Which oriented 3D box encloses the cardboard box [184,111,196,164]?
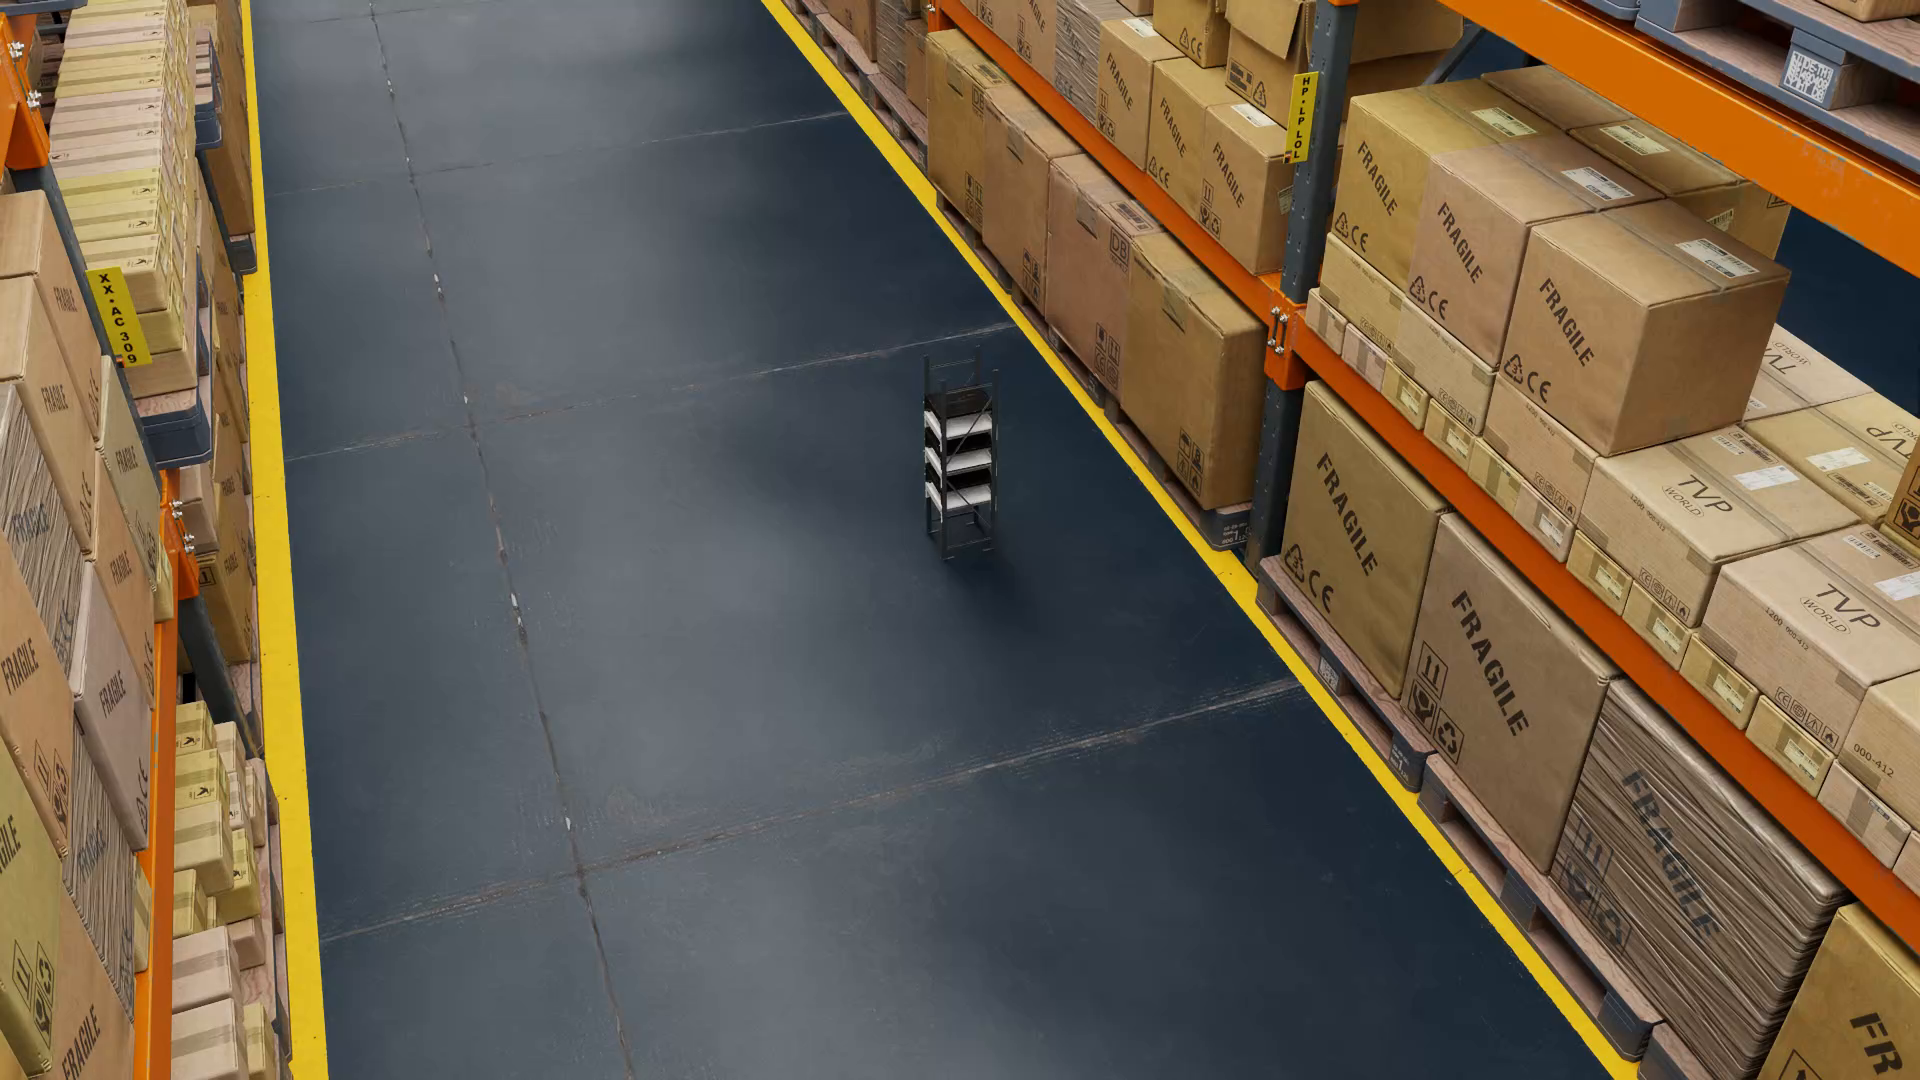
[{"bbox_3d":[-3.329,-1.610,6.754,0.380,0.149,0.250,-11,38,-15],"label":"cardboard box"}]

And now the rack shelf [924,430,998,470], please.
[{"bbox_3d":[0.003,-0.400,6.939,0.258,0.077,0.200,-12,39,-16],"label":"rack shelf"}]

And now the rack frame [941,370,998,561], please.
[{"bbox_3d":[0.038,-0.297,6.897,0.240,0.900,0.006,-12,39,-16],"label":"rack frame"}]

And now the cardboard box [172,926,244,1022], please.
[{"bbox_3d":[-2.210,1.260,4.610,0.380,0.149,0.250,-14,39,-18],"label":"cardboard box"}]

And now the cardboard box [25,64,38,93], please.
[{"bbox_3d":[-4.217,-1.921,7.167,0.380,0.149,0.250,-11,38,-14],"label":"cardboard box"}]

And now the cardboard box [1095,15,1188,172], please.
[{"bbox_3d":[0.934,-1.984,7.308,0.500,0.500,0.500,-13,39,-16],"label":"cardboard box"}]

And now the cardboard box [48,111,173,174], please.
[{"bbox_3d":[-3.054,-1.403,5.984,0.380,0.149,0.250,-13,39,-16],"label":"cardboard box"}]

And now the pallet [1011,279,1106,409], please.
[{"bbox_3d":[0.941,-1.159,8.613,1.003,0.211,1.213,-12,39,-16],"label":"pallet"}]

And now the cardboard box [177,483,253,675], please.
[{"bbox_3d":[-2.996,0.166,6.265,0.500,0.500,0.500,-11,38,-14],"label":"cardboard box"}]

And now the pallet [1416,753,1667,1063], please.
[{"bbox_3d":[2.313,1.088,5.630,1.003,0.211,1.213,-12,39,-16],"label":"pallet"}]

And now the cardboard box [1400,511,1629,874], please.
[{"bbox_3d":[2.163,0.417,5.621,0.875,0.875,0.875,-12,39,-16],"label":"cardboard box"}]

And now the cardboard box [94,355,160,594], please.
[{"bbox_3d":[-2.559,-0.136,4.607,0.500,0.500,0.500,-12,39,-16],"label":"cardboard box"}]

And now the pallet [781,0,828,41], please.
[{"bbox_3d":[-0.782,-4.128,12.555,1.003,0.211,1.213,-12,39,-16],"label":"pallet"}]

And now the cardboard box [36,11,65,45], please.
[{"bbox_3d":[-4.774,-2.691,8.246,0.500,0.500,0.500,-12,39,-16],"label":"cardboard box"}]

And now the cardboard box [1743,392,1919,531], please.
[{"bbox_3d":[2.627,-0.159,4.845,0.500,0.250,0.500,-13,39,-17],"label":"cardboard box"}]

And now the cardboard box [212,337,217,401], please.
[{"bbox_3d":[-3.354,-0.722,6.821,0.500,0.250,0.500,-11,38,-14],"label":"cardboard box"}]

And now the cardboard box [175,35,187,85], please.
[{"bbox_3d":[-3.497,-2.013,7.042,0.380,0.149,0.250,-12,39,-16],"label":"cardboard box"}]

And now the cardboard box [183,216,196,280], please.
[{"bbox_3d":[-2.963,-1.017,5.967,0.380,0.149,0.250,-12,39,-15],"label":"cardboard box"}]

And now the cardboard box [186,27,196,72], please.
[{"bbox_3d":[-3.682,-2.195,7.531,0.380,0.149,0.250,-13,39,-16],"label":"cardboard box"}]

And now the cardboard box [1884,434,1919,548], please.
[{"bbox_3d":[2.810,-0.162,4.226,0.500,0.500,0.500,-13,39,-17],"label":"cardboard box"}]

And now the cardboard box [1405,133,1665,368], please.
[{"bbox_3d":[1.788,-0.917,5.229,0.500,0.500,0.500,-12,39,-16],"label":"cardboard box"}]

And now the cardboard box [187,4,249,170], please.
[{"bbox_3d":[-4.796,-2.577,9.699,1.050,0.750,0.750,-12,39,-15],"label":"cardboard box"}]

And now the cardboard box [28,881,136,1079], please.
[{"bbox_3d":[-1.874,1.021,3.070,0.500,0.500,0.500,-12,39,-15],"label":"cardboard box"}]

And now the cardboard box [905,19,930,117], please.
[{"bbox_3d":[0.076,-2.973,10.416,0.700,0.500,0.500,-14,39,-18],"label":"cardboard box"}]

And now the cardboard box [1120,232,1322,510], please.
[{"bbox_3d":[1.462,-0.838,7.287,1.225,0.875,0.875,-12,39,-16],"label":"cardboard box"}]

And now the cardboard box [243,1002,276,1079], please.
[{"bbox_3d":[-2.179,1.514,4.767,0.380,0.149,0.250,-13,39,-16],"label":"cardboard box"}]

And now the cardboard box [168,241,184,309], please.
[{"bbox_3d":[-2.785,-0.842,5.487,0.380,0.149,0.250,-13,39,-17],"label":"cardboard box"}]

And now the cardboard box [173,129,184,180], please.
[{"bbox_3d":[-3.150,-1.436,6.276,0.380,0.149,0.250,-13,39,-17],"label":"cardboard box"}]

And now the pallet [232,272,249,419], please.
[{"bbox_3d":[-4.099,-0.896,8.264,1.003,0.211,1.213,-12,39,-16],"label":"pallet"}]

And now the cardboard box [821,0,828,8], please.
[{"bbox_3d":[-0.714,-4.234,12.090,0.700,0.500,0.500,-13,39,-16],"label":"cardboard box"}]

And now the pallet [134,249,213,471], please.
[{"bbox_3d":[-3.117,-0.577,5.683,1.003,0.211,1.213,-12,39,-16],"label":"pallet"}]

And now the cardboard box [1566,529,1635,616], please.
[{"bbox_3d":[2.029,0.055,4.893,0.380,0.149,0.250,-14,39,-17],"label":"cardboard box"}]

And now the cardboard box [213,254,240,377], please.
[{"bbox_3d":[-3.720,-1.009,7.826,0.500,0.500,0.500,-11,38,-14],"label":"cardboard box"}]

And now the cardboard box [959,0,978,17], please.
[{"bbox_3d":[0.237,-3.131,8.830,0.500,0.500,0.500,-11,38,-15],"label":"cardboard box"}]

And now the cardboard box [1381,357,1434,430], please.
[{"bbox_3d":[1.673,-0.529,5.667,0.380,0.149,0.250,-11,38,-14],"label":"cardboard box"}]

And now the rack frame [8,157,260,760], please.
[{"bbox_3d":[-2.990,-0.192,5.012,1.000,3.000,0.127,-12,39,-16],"label":"rack frame"}]

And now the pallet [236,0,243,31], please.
[{"bbox_3d":[-5.932,-4.043,12.443,1.003,0.211,1.213,-12,39,-16],"label":"pallet"}]

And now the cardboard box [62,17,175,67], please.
[{"bbox_3d":[-3.421,-1.997,6.774,0.380,0.149,0.250,-12,39,-16],"label":"cardboard box"}]

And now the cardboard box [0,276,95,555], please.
[{"bbox_3d":[-2.392,-0.250,3.927,0.500,0.500,0.500,-14,39,-17],"label":"cardboard box"}]

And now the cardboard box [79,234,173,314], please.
[{"bbox_3d":[-2.694,-0.815,5.204,0.380,0.149,0.250,-11,38,-14],"label":"cardboard box"}]

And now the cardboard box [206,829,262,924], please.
[{"bbox_3d":[-2.370,1.070,5.109,0.380,0.149,0.250,-14,39,-18],"label":"cardboard box"}]

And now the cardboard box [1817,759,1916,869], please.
[{"bbox_3d":[2.384,0.635,4.123,0.380,0.149,0.250,-12,39,-15],"label":"cardboard box"}]

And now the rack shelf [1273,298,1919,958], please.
[{"bbox_3d":[2.390,0.255,5.016,1.077,0.370,4.000,-12,39,-16],"label":"rack shelf"}]

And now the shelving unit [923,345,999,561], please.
[{"bbox_3d":[0.003,-0.355,6.973,0.258,0.900,0.210,-12,39,-16],"label":"shelving unit"}]

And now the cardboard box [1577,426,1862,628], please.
[{"bbox_3d":[2.129,-0.048,4.698,0.500,0.250,0.500,-12,39,-16],"label":"cardboard box"}]

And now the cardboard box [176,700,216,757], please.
[{"bbox_3d":[-2.624,0.688,5.369,0.380,0.149,0.250,-11,38,-15],"label":"cardboard box"}]

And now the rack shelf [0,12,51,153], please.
[{"bbox_3d":[-3.679,-2.233,5.826,1.077,0.370,4.000,-12,39,-16],"label":"rack shelf"}]
